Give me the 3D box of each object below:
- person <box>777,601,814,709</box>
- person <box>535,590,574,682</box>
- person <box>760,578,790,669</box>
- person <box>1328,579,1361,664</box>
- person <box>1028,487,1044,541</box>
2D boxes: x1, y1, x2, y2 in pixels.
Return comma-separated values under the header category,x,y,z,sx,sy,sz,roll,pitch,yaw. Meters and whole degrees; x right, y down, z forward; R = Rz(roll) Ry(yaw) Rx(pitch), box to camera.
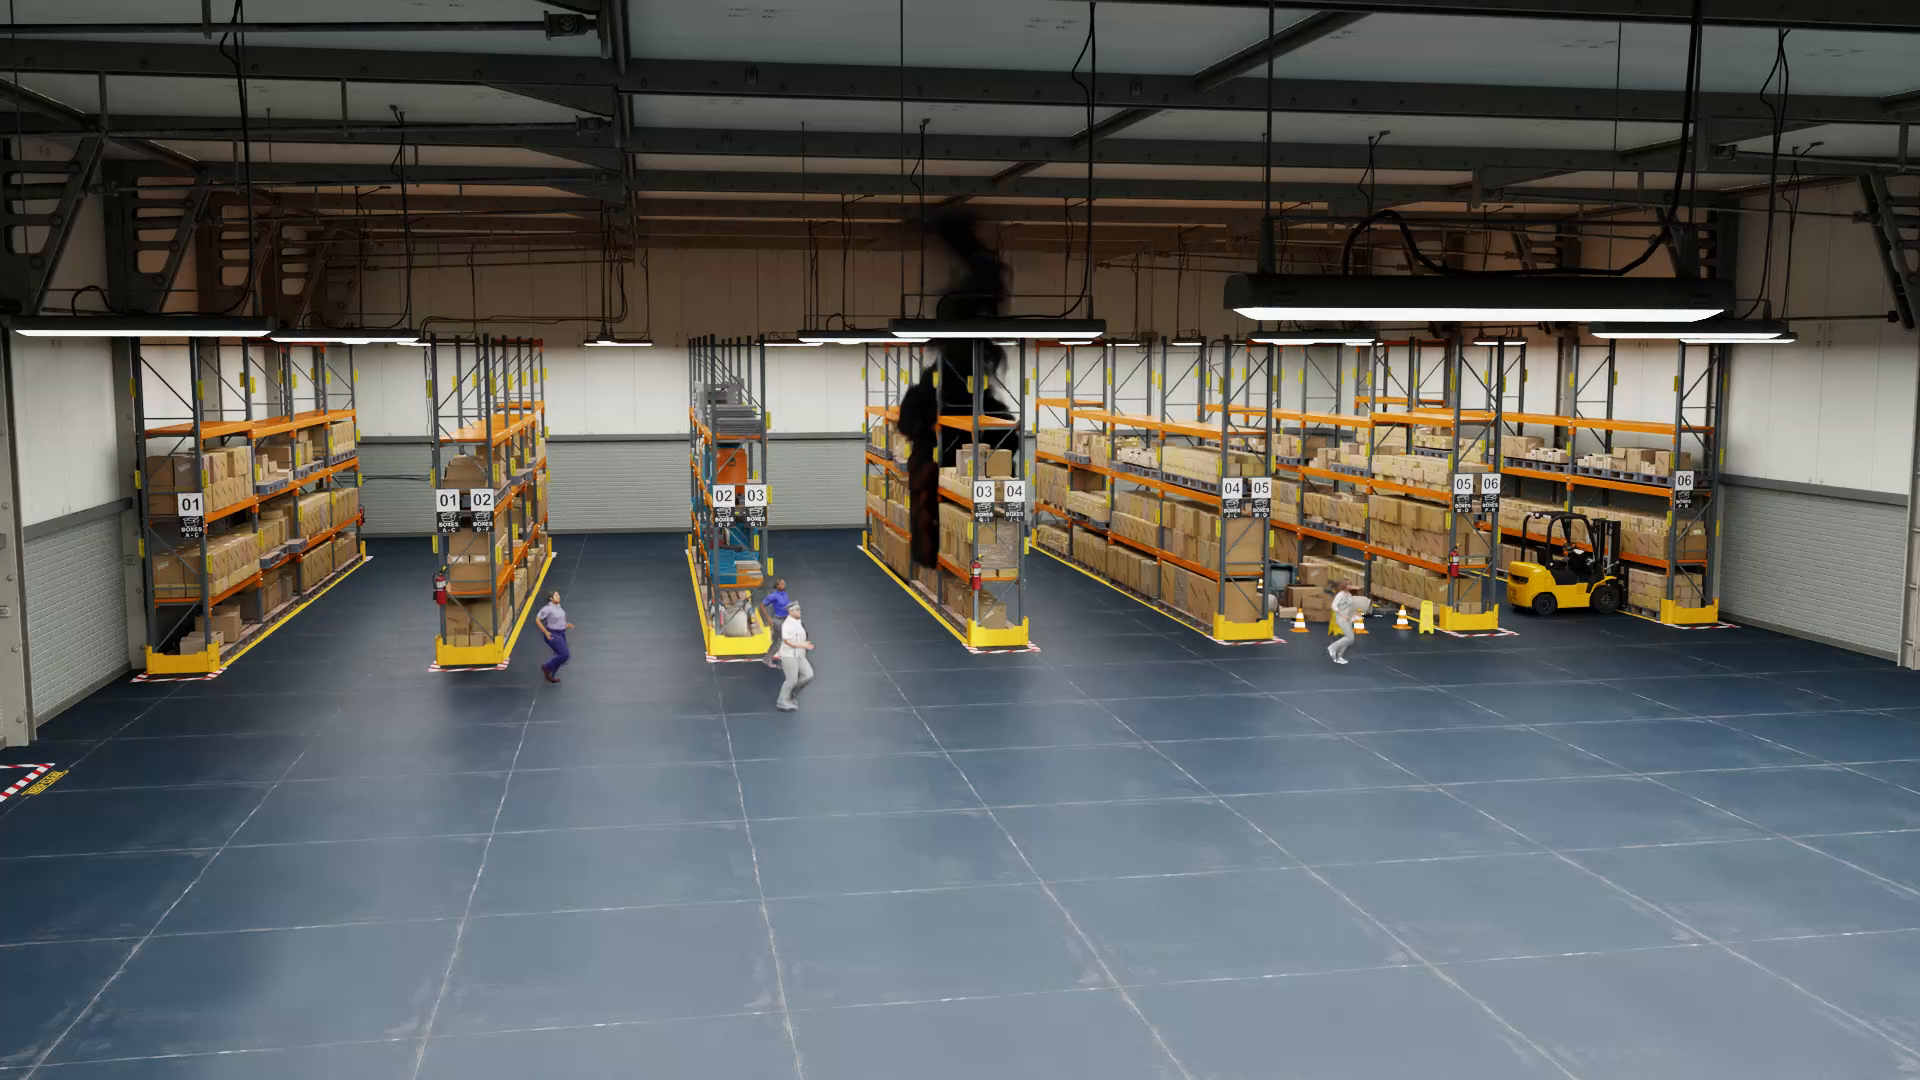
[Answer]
category,x,y,z,sx,sy,sz,roll,pitch,yaw
person,-2.594,1.833,26.427,0.658,1.776,0.684,2,7,16
person,-6.897,1.658,28.524,0.561,1.599,0.604,1,7,11
person,-3.193,1.535,29.516,0.747,1.705,0.548,3,7,22
person,7.015,1.481,30.312,0.527,1.555,0.516,5,8,35
person,2.366,-0.795,49.624,0.758,1.741,0.746,-2,7,-21
